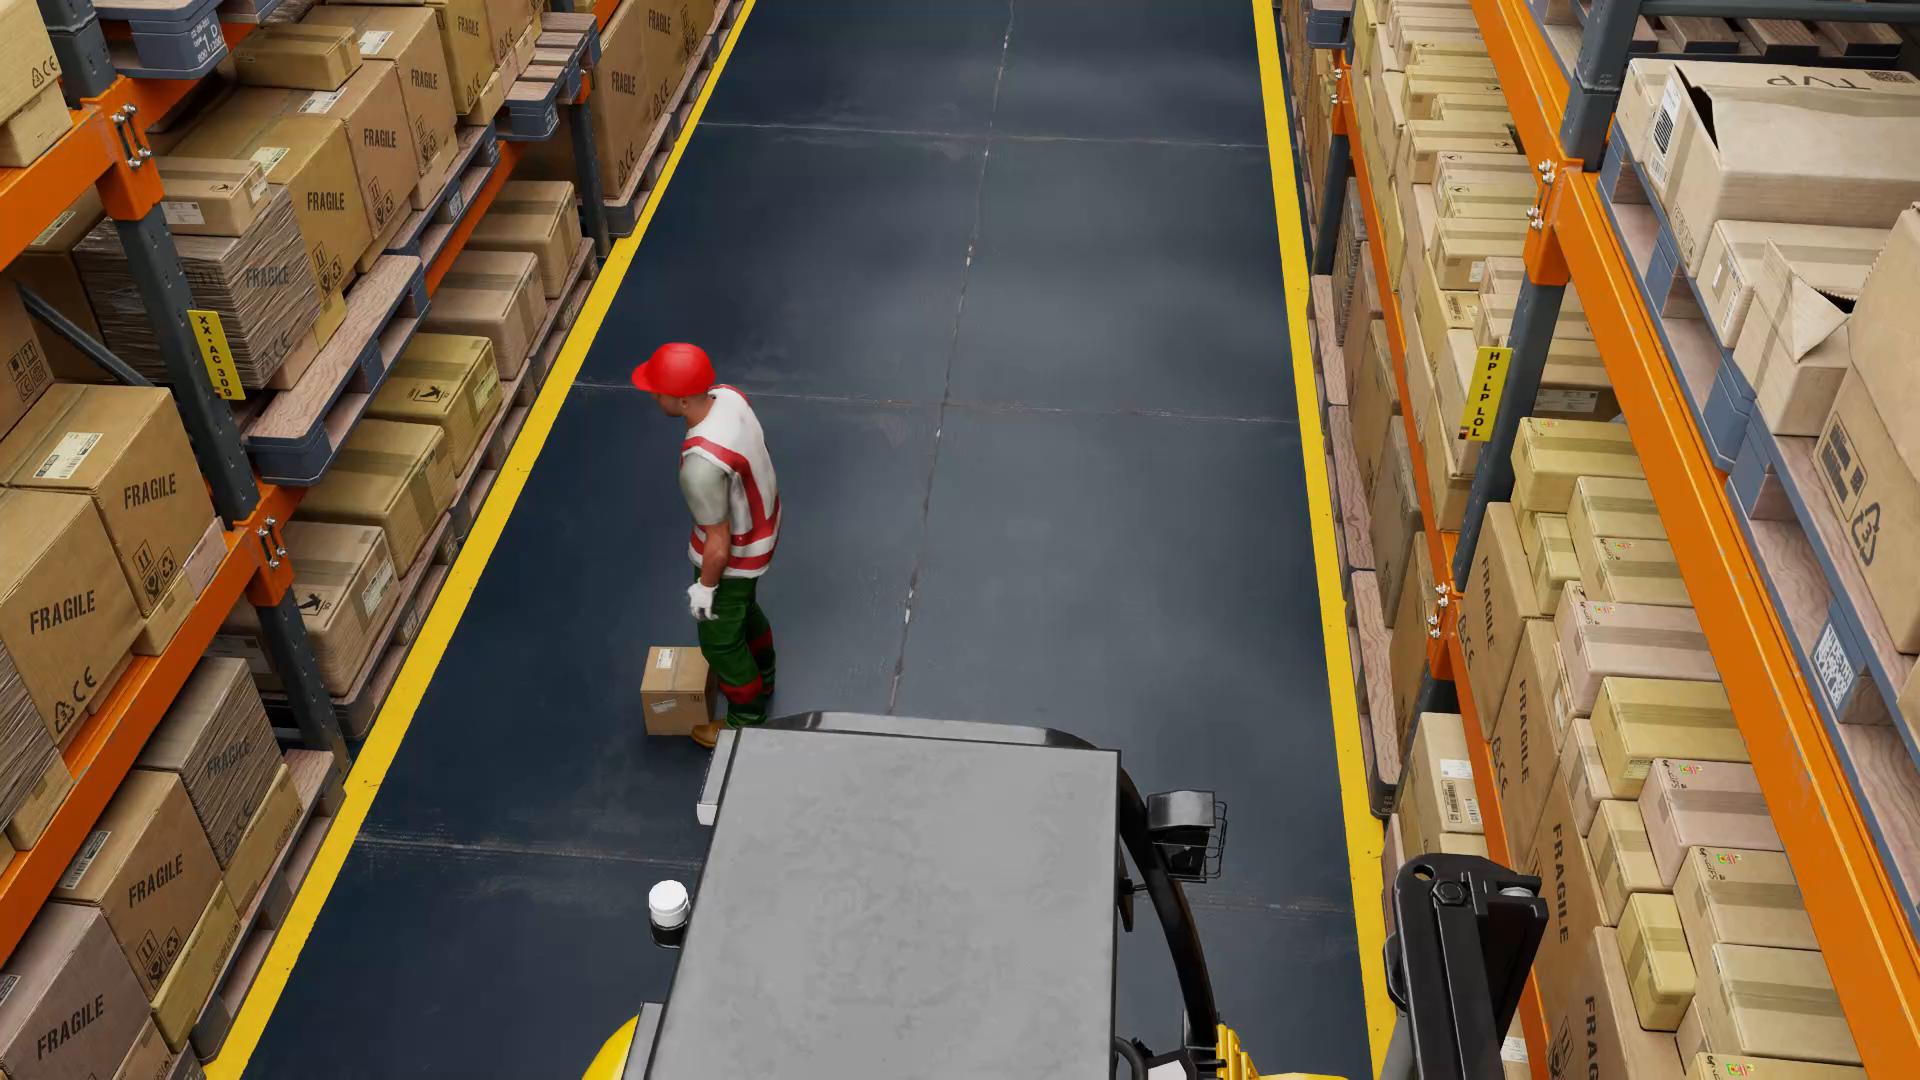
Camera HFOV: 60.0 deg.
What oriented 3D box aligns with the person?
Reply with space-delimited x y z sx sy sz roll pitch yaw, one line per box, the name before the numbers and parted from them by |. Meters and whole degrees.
person | -0.881 0.023 6.117 0.452 1.778 0.603 3 40 3
